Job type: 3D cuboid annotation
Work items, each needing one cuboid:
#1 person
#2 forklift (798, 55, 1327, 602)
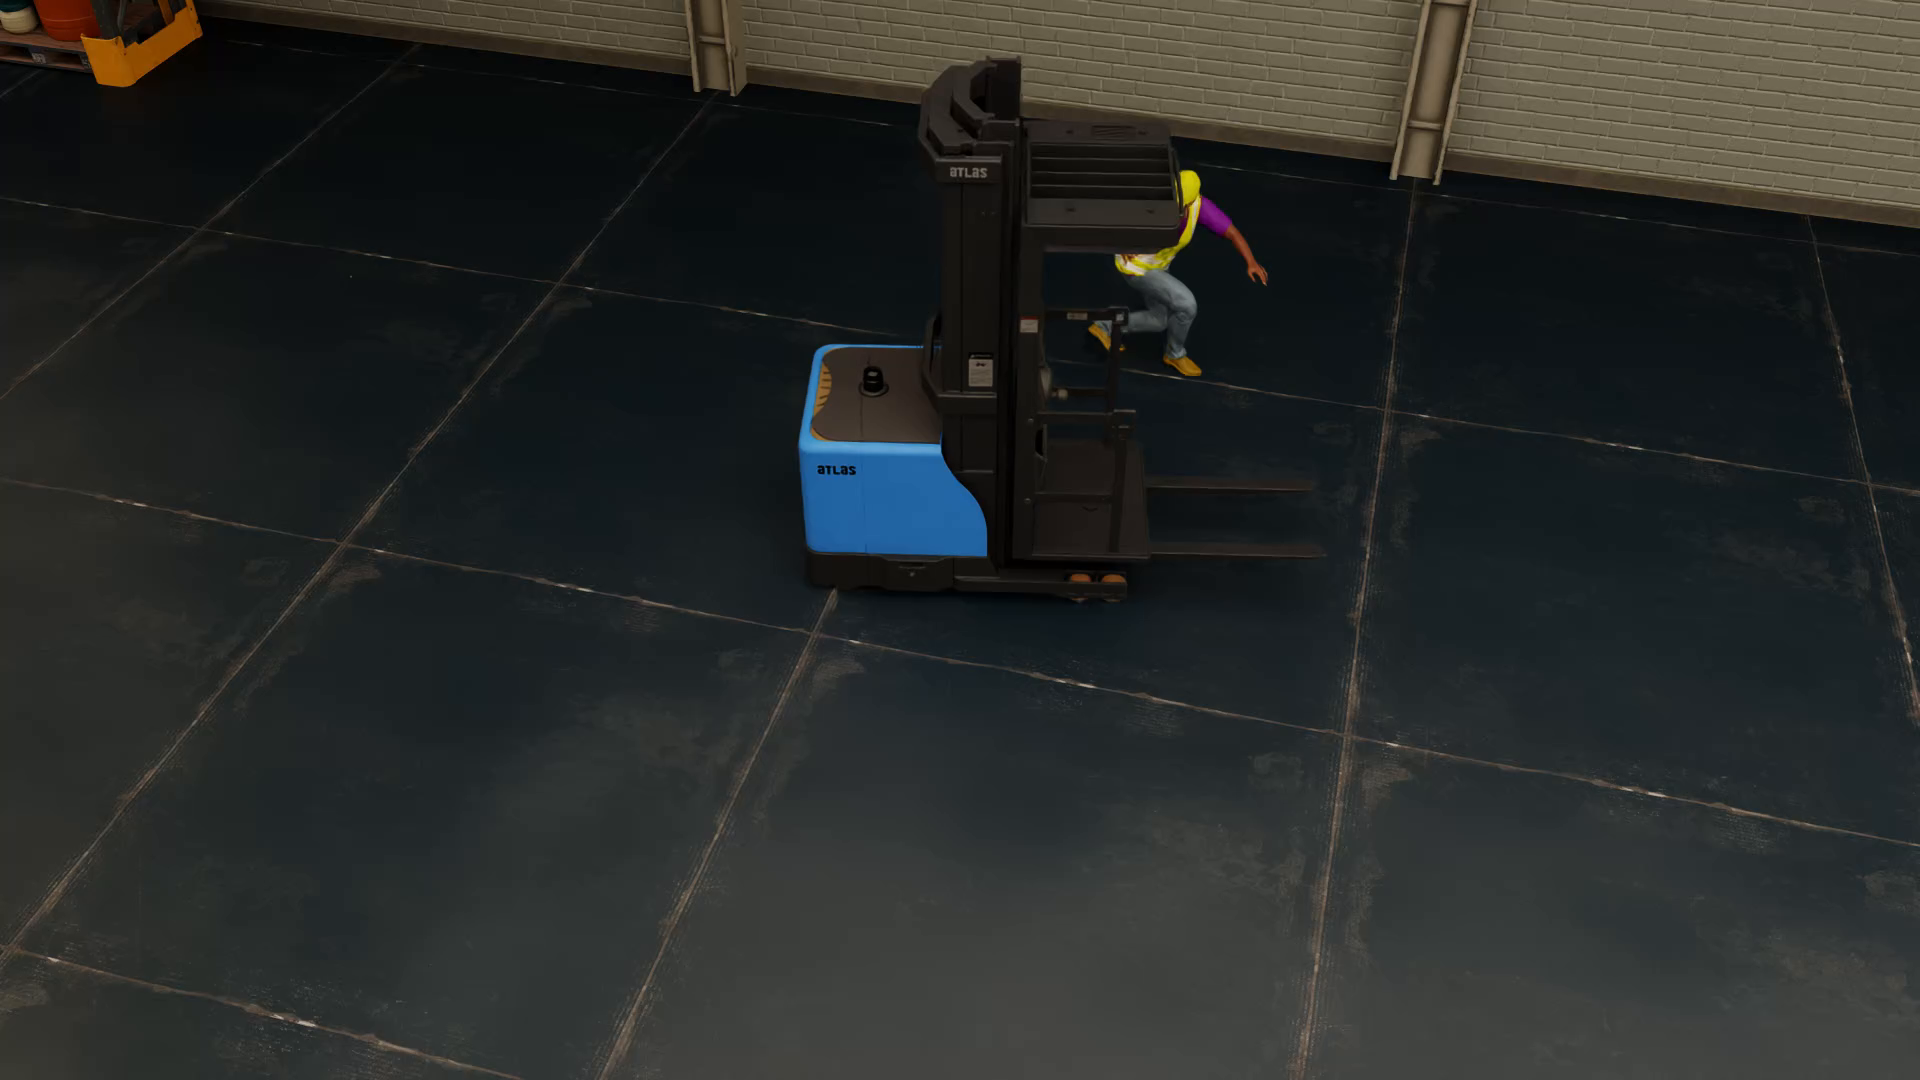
[{"bbox_3d":[1.387,-1.683,10.881,1.143,1.501,0.893,26,48,27],"label":"person"},{"bbox_3d":[0.626,-1.100,9.116,3.031,2.935,1.130,1,41,2],"label":"forklift"}]
